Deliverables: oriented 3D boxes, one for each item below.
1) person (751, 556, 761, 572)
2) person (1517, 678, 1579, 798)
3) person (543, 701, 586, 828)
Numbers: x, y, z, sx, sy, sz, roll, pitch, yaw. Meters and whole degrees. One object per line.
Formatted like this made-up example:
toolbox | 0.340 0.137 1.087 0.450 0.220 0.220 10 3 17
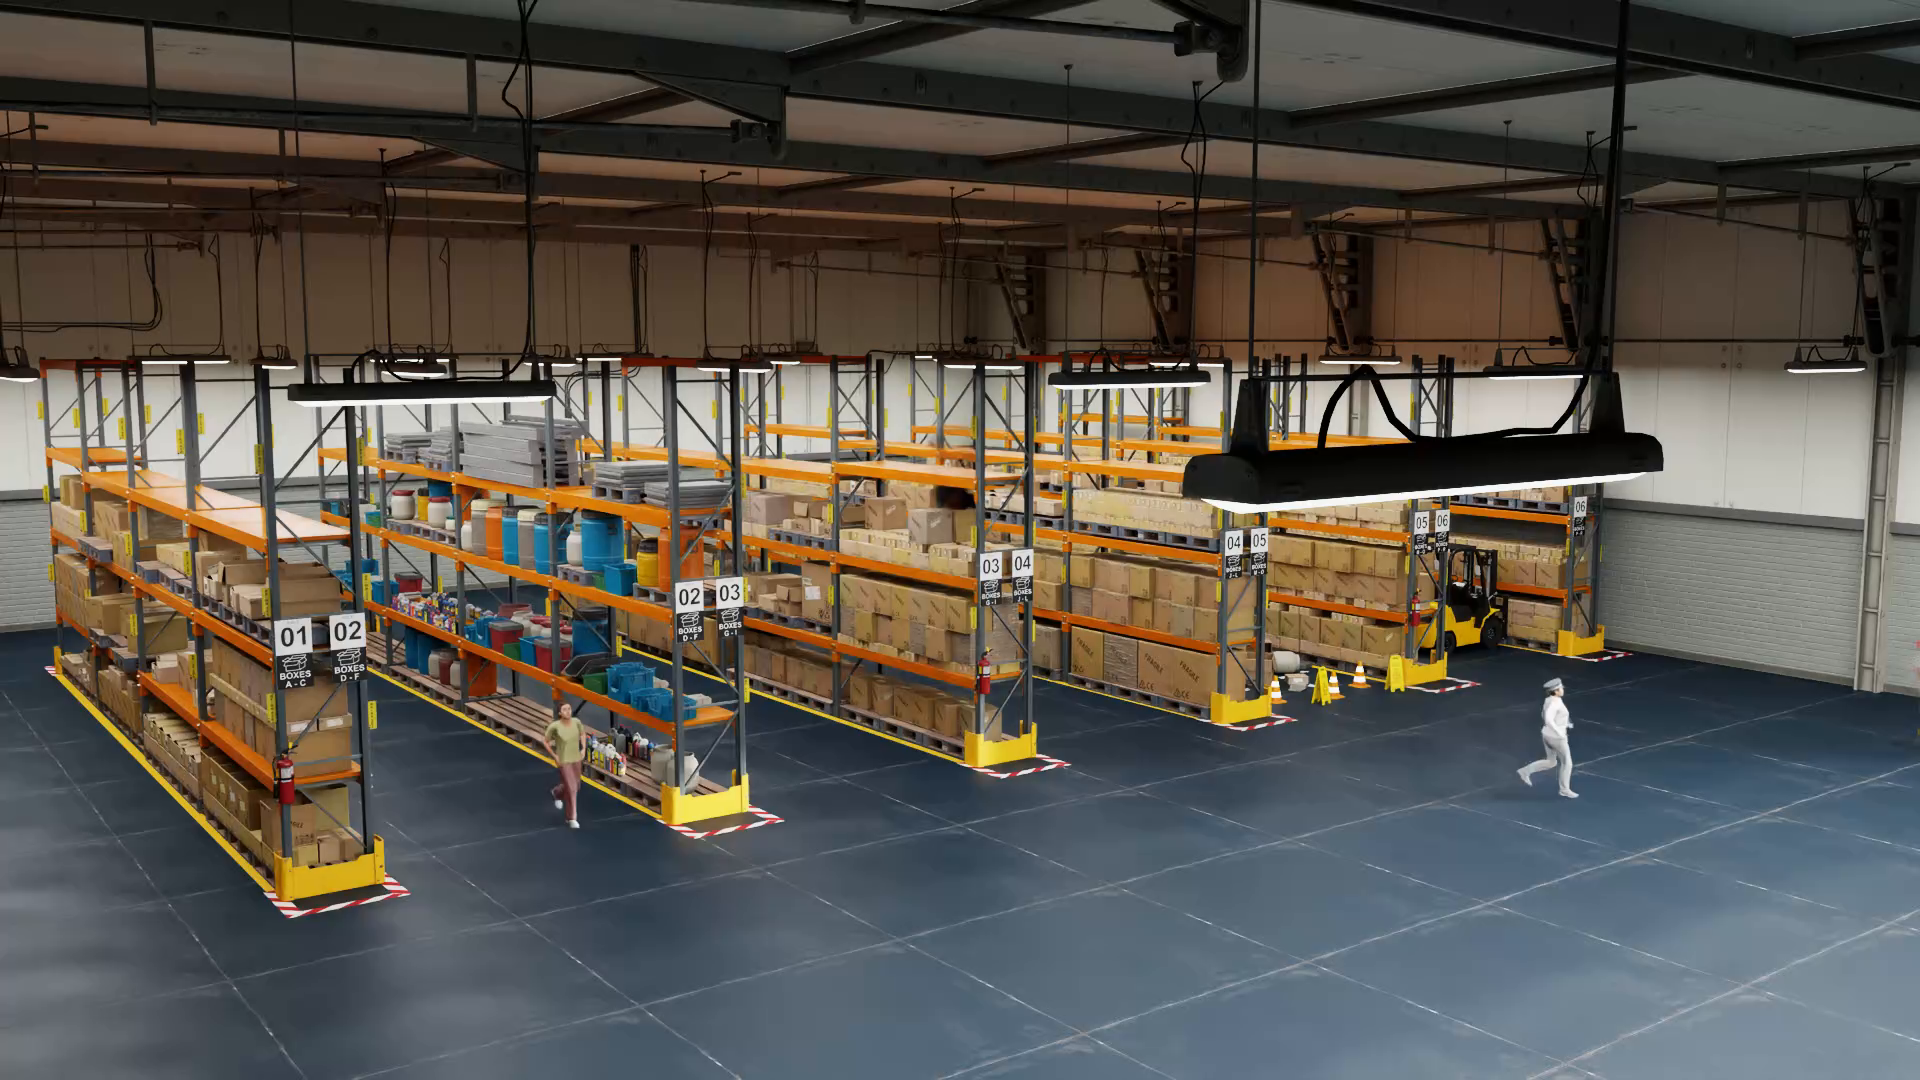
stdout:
person | -5.080 0.532 41.822 0.777 1.600 0.530 -4 8 -32
person | 8.199 2.747 23.066 0.842 1.696 0.618 0 7 2
person | -5.194 2.919 21.848 0.583 1.643 0.712 -5 9 -38
